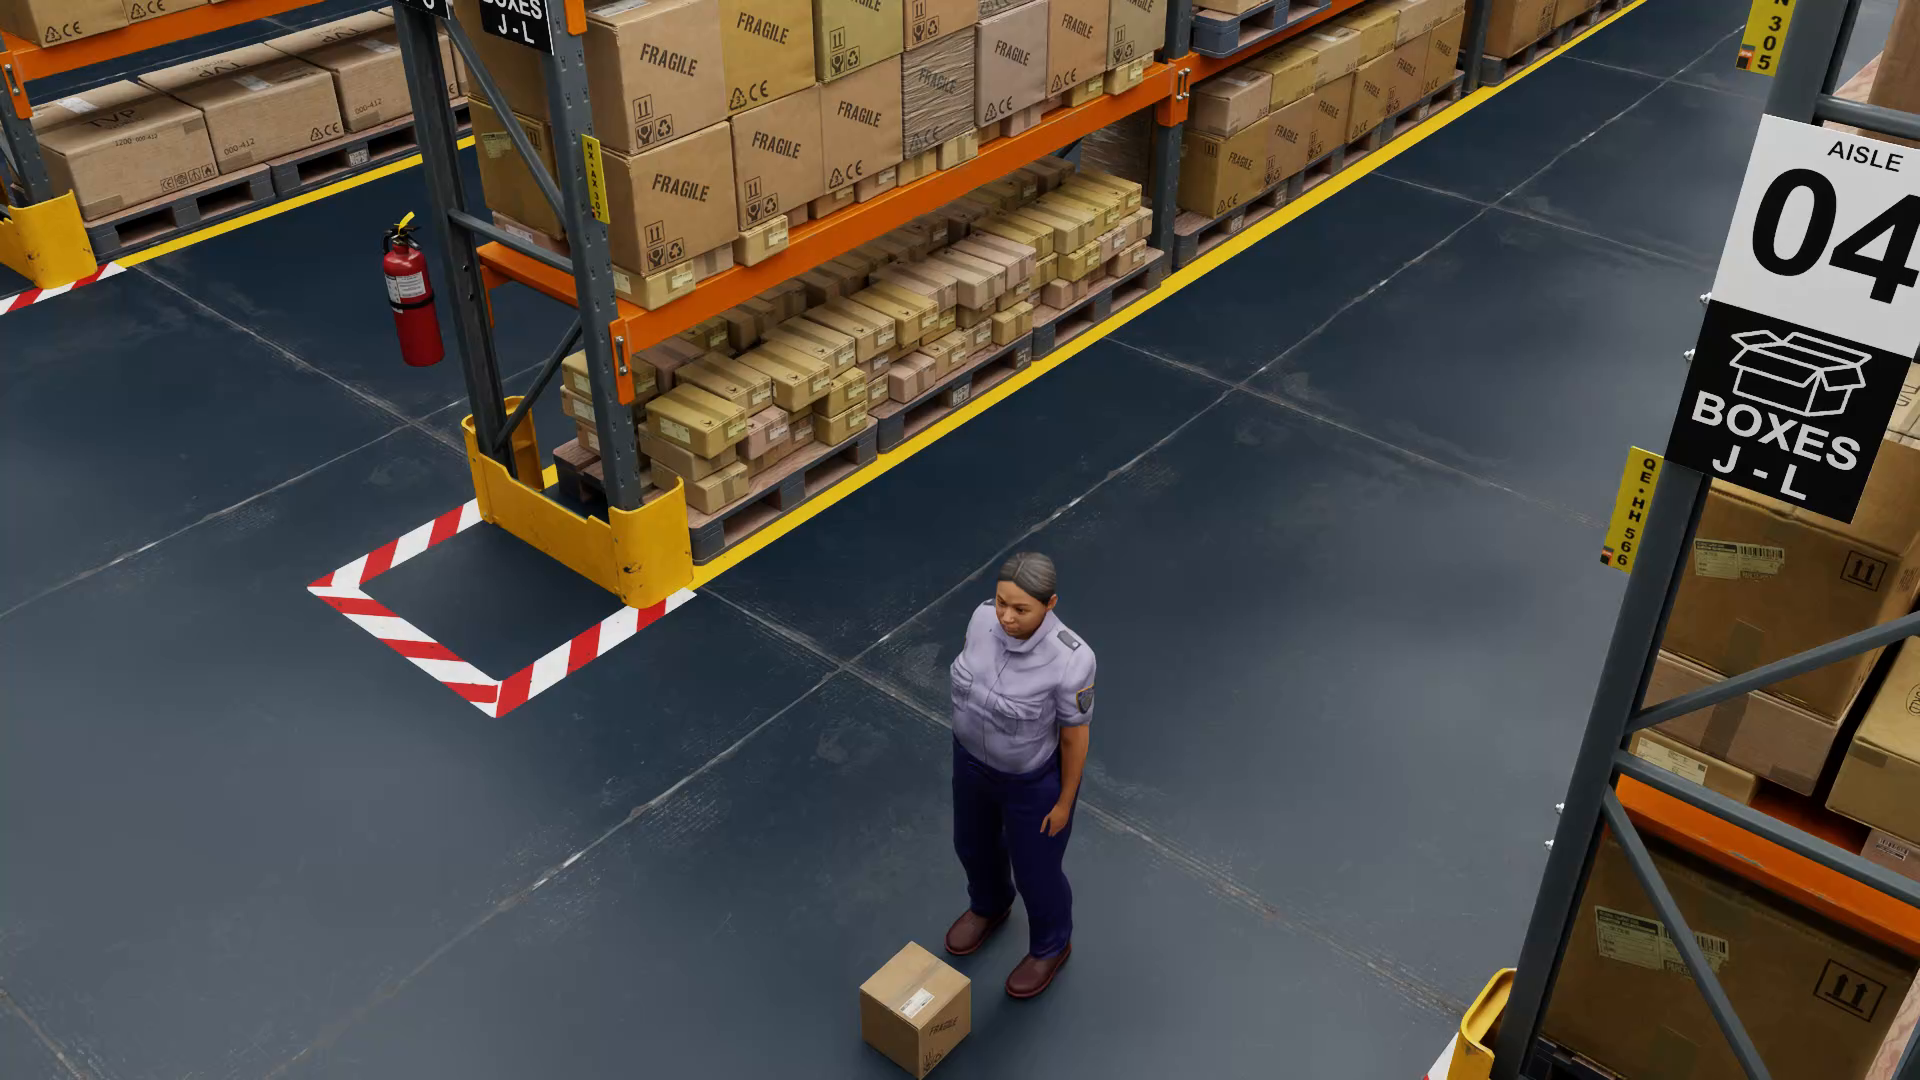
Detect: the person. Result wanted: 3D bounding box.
[{"bbox_3d":[0.193,0.724,5.151,0.478,1.638,0.338,27,43,32],"label":"person"}]
